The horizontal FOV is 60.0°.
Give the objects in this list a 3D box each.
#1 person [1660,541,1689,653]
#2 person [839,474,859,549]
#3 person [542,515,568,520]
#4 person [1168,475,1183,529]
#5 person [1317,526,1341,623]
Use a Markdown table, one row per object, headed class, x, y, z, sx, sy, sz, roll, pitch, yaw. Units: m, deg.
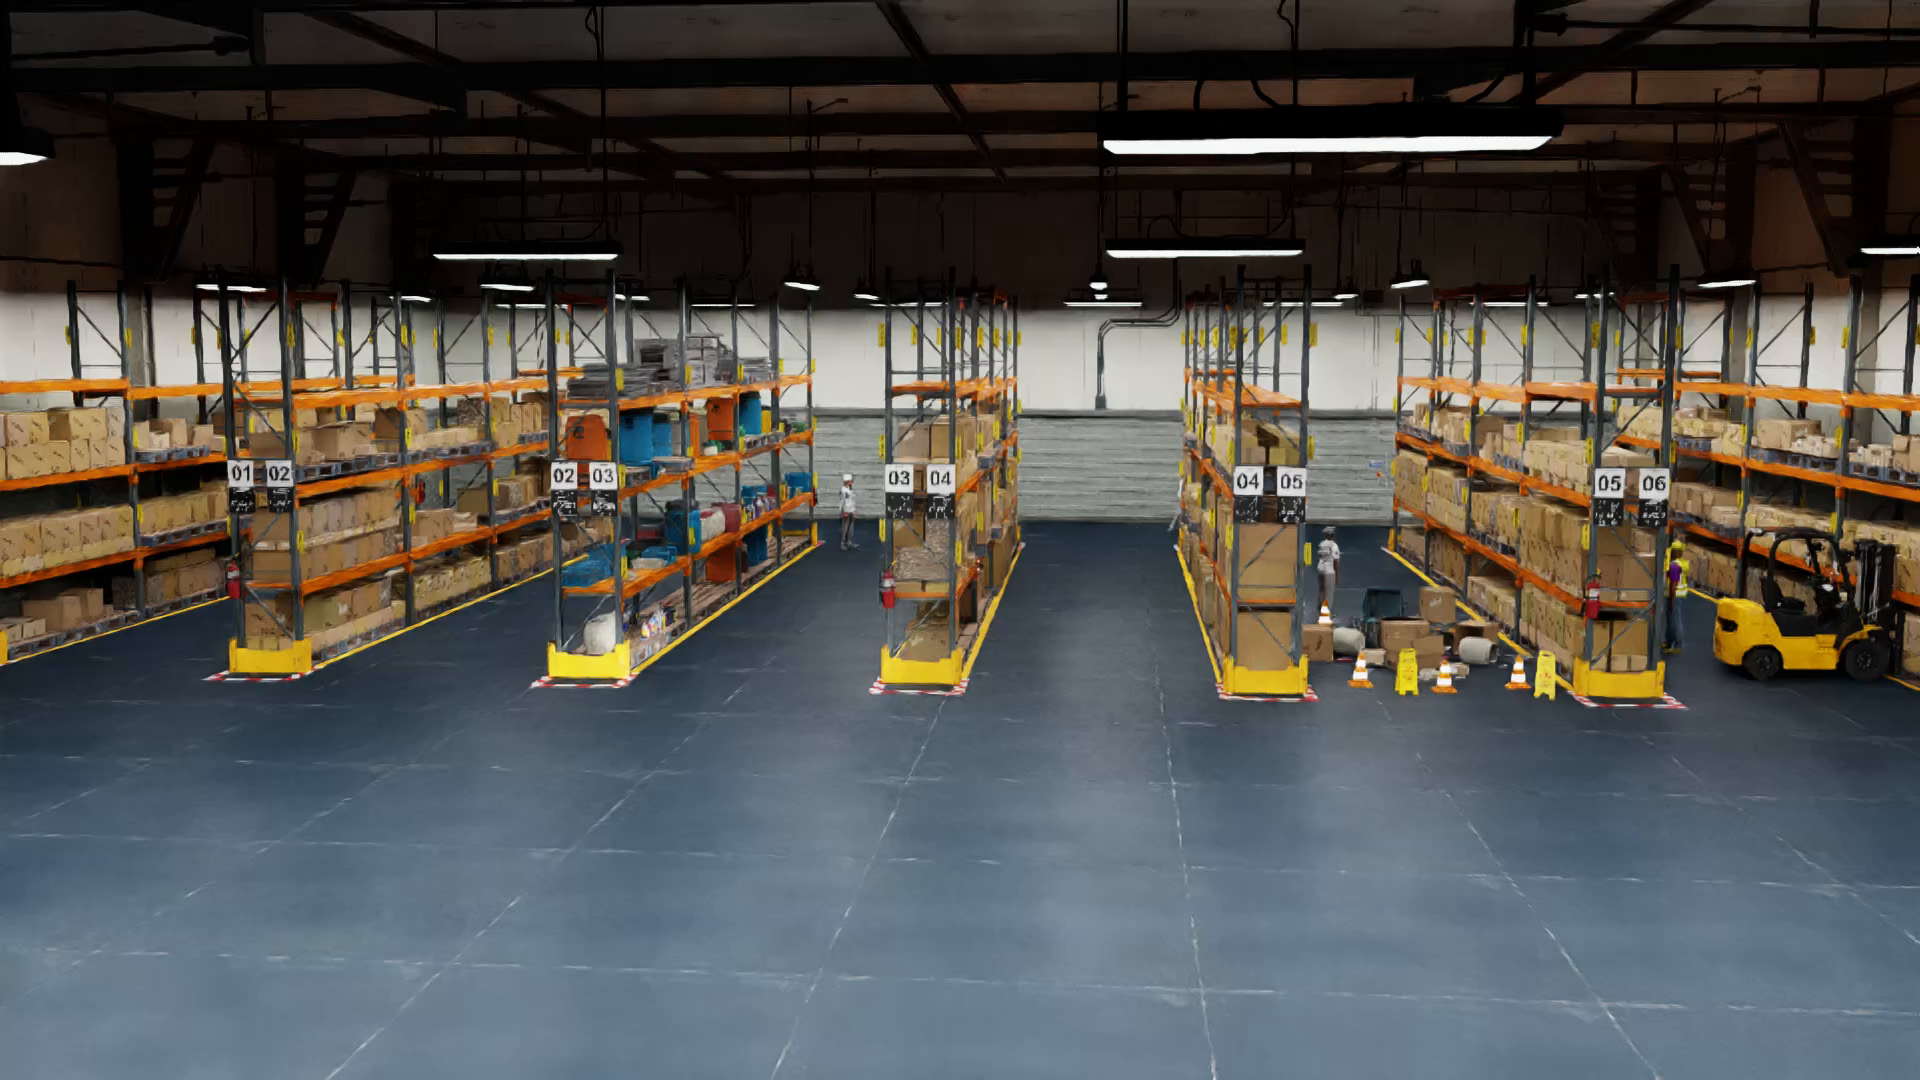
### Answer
| class | x | y | z | sx | sy | sz | roll | pitch | yaw |
| --- | --- | --- | --- | --- | --- | --- | --- | --- | --- |
| person | 11.356 | 0.889 | 26.530 | 0.496 | 1.753 | 0.624 | 5 | 9 | 35 |
| person | -2.661 | -0.682 | 39.434 | 0.399 | 1.778 | 0.580 | 2 | 7 | 16 |
| person | -11.178 | -1.371 | 45.708 | 0.443 | 1.669 | 0.645 | 7 | 10 | 44 |
| person | 5.701 | -1.000 | 42.971 | 0.589 | 1.588 | 0.451 | -6 | 9 | -39 |
| person | 6.532 | 0.597 | 29.396 | 0.416 | 1.679 | 0.507 | -3 | 8 | -26 |
